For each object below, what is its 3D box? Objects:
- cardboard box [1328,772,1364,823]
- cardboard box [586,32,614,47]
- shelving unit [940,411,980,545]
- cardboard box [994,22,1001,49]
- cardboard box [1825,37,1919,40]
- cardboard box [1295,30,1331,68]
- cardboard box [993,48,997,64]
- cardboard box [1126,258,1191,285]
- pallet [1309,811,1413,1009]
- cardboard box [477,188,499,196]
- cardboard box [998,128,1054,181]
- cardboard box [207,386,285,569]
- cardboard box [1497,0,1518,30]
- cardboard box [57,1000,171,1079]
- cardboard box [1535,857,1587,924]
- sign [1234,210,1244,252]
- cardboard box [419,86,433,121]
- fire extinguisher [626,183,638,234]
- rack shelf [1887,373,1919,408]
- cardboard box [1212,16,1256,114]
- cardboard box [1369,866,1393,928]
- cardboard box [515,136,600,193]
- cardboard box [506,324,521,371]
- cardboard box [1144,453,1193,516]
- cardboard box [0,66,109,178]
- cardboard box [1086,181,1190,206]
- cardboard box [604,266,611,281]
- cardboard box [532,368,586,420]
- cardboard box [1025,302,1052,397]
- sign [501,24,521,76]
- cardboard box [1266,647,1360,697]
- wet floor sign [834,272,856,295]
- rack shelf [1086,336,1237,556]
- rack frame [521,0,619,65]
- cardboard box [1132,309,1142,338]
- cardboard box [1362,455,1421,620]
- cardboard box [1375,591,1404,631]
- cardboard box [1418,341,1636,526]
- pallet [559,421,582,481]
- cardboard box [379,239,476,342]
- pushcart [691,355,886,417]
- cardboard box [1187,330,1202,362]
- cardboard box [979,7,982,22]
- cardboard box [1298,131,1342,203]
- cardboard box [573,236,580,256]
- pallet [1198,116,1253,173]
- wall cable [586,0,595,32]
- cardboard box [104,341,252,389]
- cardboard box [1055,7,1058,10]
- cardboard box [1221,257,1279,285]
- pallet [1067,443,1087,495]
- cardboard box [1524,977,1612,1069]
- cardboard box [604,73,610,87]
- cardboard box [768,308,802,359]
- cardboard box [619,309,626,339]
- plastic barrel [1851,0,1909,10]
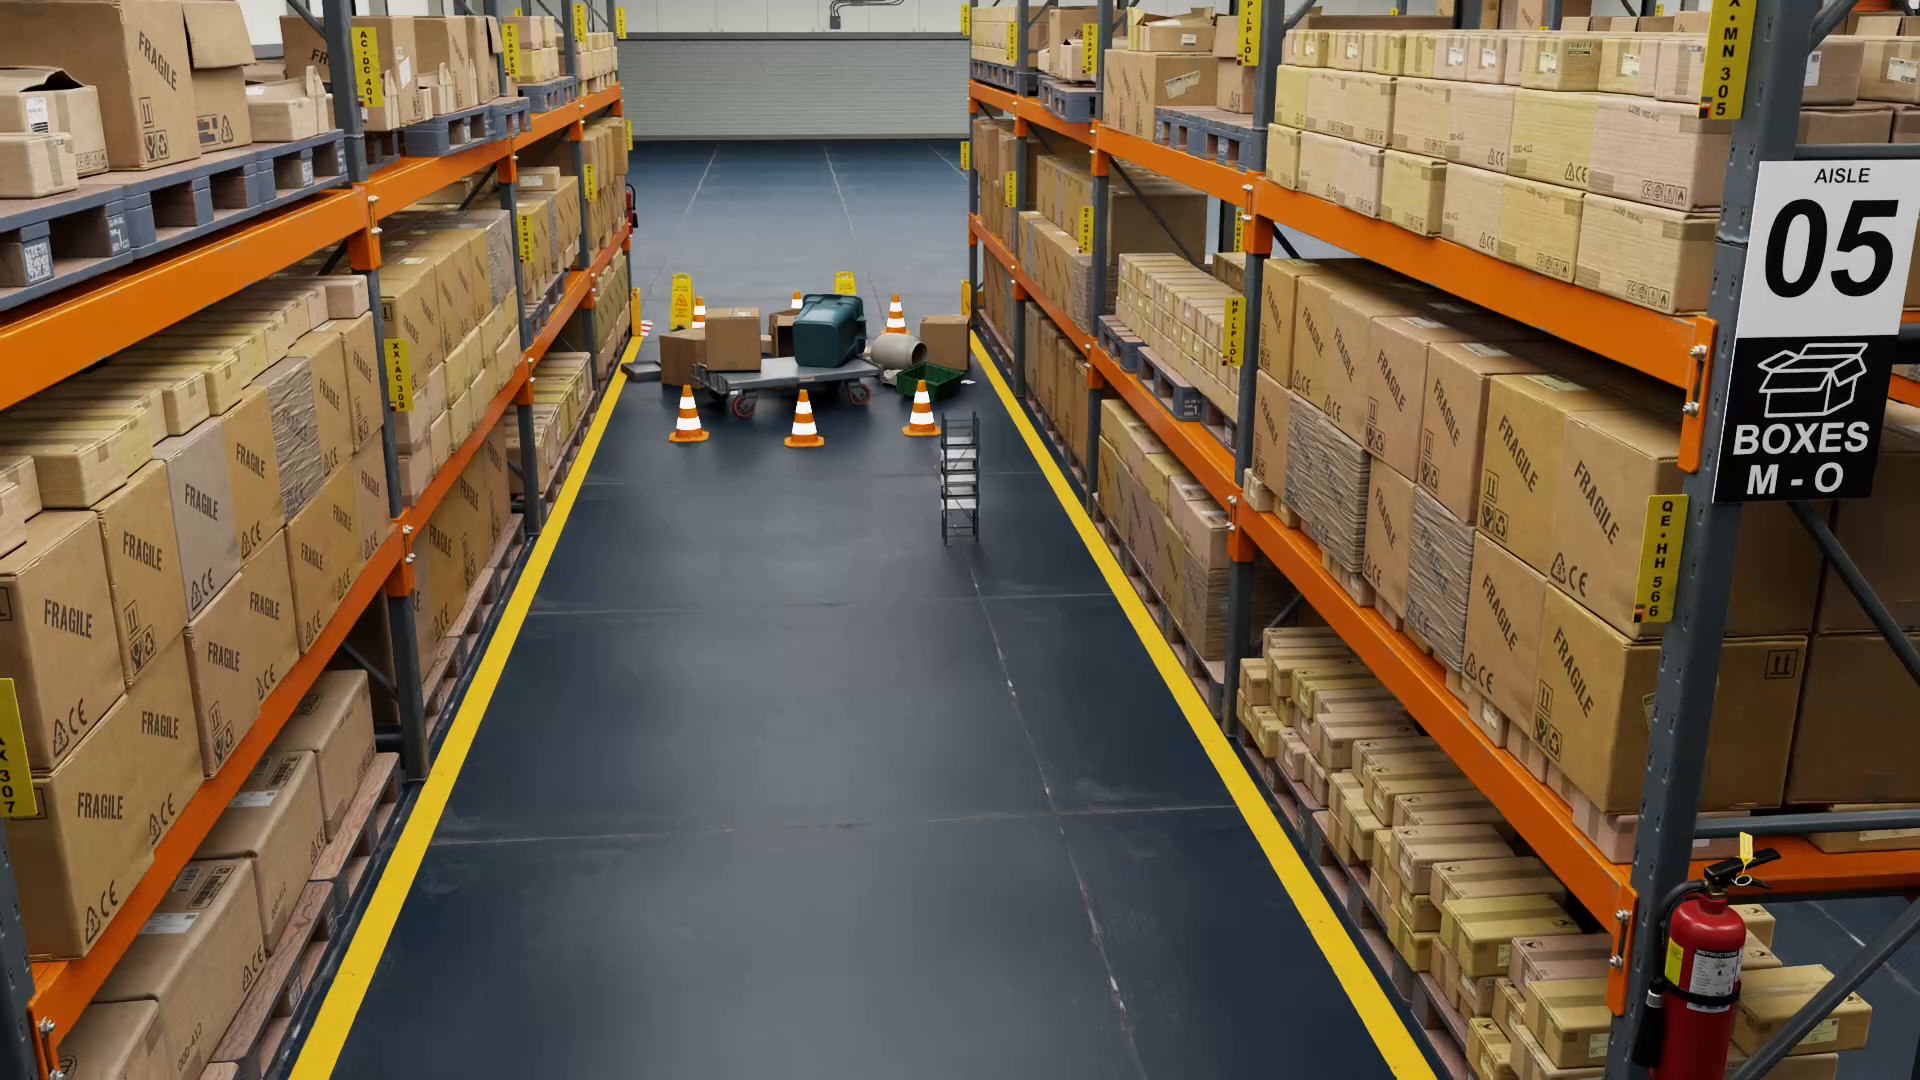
[{"bbox_3d":[1.738,1.068,6.829,0.380,0.149,0.250,-2,18,-6],"label":"cardboard box"},{"bbox_3d":[-3.972,-5.444,18.091,0.380,0.149,0.250,-2,18,-5],"label":"cardboard box"},{"bbox_3d":[0.001,-0.427,11.535,0.258,0.900,0.210,-2,18,-6],"label":"shelving unit"},{"bbox_3d":[0.617,-5.024,16.548,0.500,0.250,0.500,-2,18,-6],"label":"cardboard box"},{"bbox_3d":[2.447,-1.229,4.325,0.380,0.149,0.250,-1,17,-3],"label":"cardboard box"},{"bbox_3d":[1.634,-2.064,6.986,0.380,0.149,0.250,-3,18,-8],"label":"cardboard box"},{"bbox_3d":[0.536,-4.873,16.735,0.380,0.149,0.250,-2,18,-6],"label":"cardboard box"},{"bbox_3d":[1.323,-1.785,11.078,0.380,0.149,0.250,-2,18,-7],"label":"cardboard box"},{"bbox_3d":[2.083,1.442,6.733,1.003,0.211,1.213,-2,18,-6],"label":"pallet"},{"bbox_3d":[-4.036,-2.597,13.577,0.500,0.500,0.500,-2,18,-6],"label":"cardboard box"},{"bbox_3d":[0.867,-4.016,17.409,0.875,0.550,0.500,-2,18,-6],"label":"cardboard box"},{"bbox_3d":[-2.590,-0.209,5.500,0.500,0.500,0.500,-2,18,-5],"label":"cardboard box"},{"bbox_3d":[5.968,-5.556,17.860,0.500,0.500,0.500,-2,18,-6],"label":"cardboard box"},{"bbox_3d":[-2.818,1.751,4.668,0.875,0.438,0.875,-2,18,-8],"label":"cardboard box"},{"bbox_3d":[2.338,1.284,6.141,0.380,0.149,0.250,-3,18,-8],"label":"cardboard box"},{"bbox_3d":[1.976,-2.178,11.806,0.100,0.325,0.005,-2,18,-6],"label":"sign"},{"bbox_3d":[-2.846,-2.177,8.284,0.380,0.166,0.250,-3,18,-9],"label":"cardboard box"},{"bbox_3d":[-3.854,-3.856,19.080,0.296,0.674,0.183,-2,18,-6],"label":"fire extinguisher"},{"bbox_3d":[6.588,-0.828,10.507,1.077,0.370,4.000,-2,18,-6],"label":"rack shelf"},{"bbox_3d":[1.821,-2.597,9.060,0.797,0.503,0.637,-2,18,-6],"label":"cardboard box"},{"bbox_3d":[1.797,1.365,6.380,0.380,0.149,0.250,-1,17,-5],"label":"cardboard box"},{"bbox_3d":[-3.718,-3.457,15.348,0.700,0.500,0.500,-2,18,-6],"label":"cardboard box"},{"bbox_3d":[-3.165,-1.247,10.890,0.500,0.250,0.500,-2,18,-8],"label":"cardboard box"},{"bbox_3d":[1.413,-0.342,9.980,0.500,0.250,0.500,-3,18,-8],"label":"cardboard box"},{"bbox_3d":[-2.755,-1.161,4.642,0.500,0.311,0.500,-1,17,-5],"label":"cardboard box"},{"bbox_3d":[1.347,-2.453,12.647,0.700,0.500,0.500,-2,18,-6],"label":"cardboard box"},{"bbox_3d":[-3.719,-2.665,16.712,0.380,0.149,0.250,-1,17,-2],"label":"cardboard box"},{"bbox_3d":[-3.754,-1.229,14.270,0.950,0.372,0.625,-1,17,-2],"label":"cardboard box"},{"bbox_3d":[1.178,-1.780,15.395,1.050,0.750,0.750,-2,18,-6],"label":"cardboard box"},{"bbox_3d":[-2.923,-3.191,10.831,0.100,0.325,0.005,-2,18,-6],"label":"sign"},{"bbox_3d":[1.649,0.617,7.770,0.380,0.149,0.250,-1,17,-3],"label":"cardboard box"},{"bbox_3d":[-1.360,-2.851,19.683,0.267,0.644,0.232,-5,18,-15],"label":"wet floor sign"},{"bbox_3d":[1.644,-0.705,10.115,1.077,0.370,4.000,-2,18,-6],"label":"rack shelf"},{"bbox_3d":[-4.301,-6.707,18.016,1.000,3.000,0.127,-2,18,-6],"label":"rack frame"},{"bbox_3d":[1.339,-1.424,10.925,0.380,0.149,0.250,-1,17,-3],"label":"cardboard box"},{"bbox_3d":[1.809,-0.029,6.099,0.500,0.500,0.500,-1,17,-3],"label":"cardboard box"},{"bbox_3d":[1.812,0.232,6.351,0.380,0.149,0.250,-1,17,-4],"label":"cardboard box"},{"bbox_3d":[1.853,-0.361,5.487,0.500,0.500,0.500,-1,17,-3],"label":"cardboard box"},{"bbox_3d":[-3.678,-0.726,13.637,1.003,0.211,1.213,-2,18,-6],"label":"pallet"},{"bbox_3d":[-3.012,-1.388,9.254,0.500,0.500,0.500,-2,18,-7],"label":"cardboard box"},{"bbox_3d":[-1.626,-1.487,15.783,1.648,0.377,0.936,-8,19,-25],"label":"pushcart"},{"bbox_3d":[1.503,-1.098,9.389,0.380,0.149,0.250,-3,18,-8],"label":"cardboard box"},{"bbox_3d":[0.407,-5.632,17.820,0.380,0.149,0.250,-2,17,-5],"label":"cardboard box"},{"bbox_3d":[1.696,-1.517,6.743,0.500,0.250,0.500,-2,18,-6],"label":"cardboard box"},{"bbox_3d":[-3.561,-2.588,14.632,0.380,0.149,0.250,-2,17,-5],"label":"cardboard box"},{"bbox_3d":[1.892,-1.981,8.284,1.213,0.211,1.003,-2,18,-6],"label":"pallet"},{"bbox_3d":[-12.145,-14.692,48.635,3.097,2.526,0.112,-2,18,-6],"label":"wall cable"},{"bbox_3d":[-2.606,-0.566,5.552,0.380,0.149,0.250,-2,18,-6],"label":"cardboard box"},{"bbox_3d":[1.168,-5.348,16.915,0.380,0.149,0.250,-2,18,-6],"label":"cardboard box"},{"bbox_3d":[1.967,-1.801,11.132,0.380,0.149,0.250,-2,18,-6],"label":"cardboard box"},{"bbox_3d":[1.431,-0.551,13.079,1.003,0.211,1.213,-2,18,-6],"label":"pallet"},{"bbox_3d":[1.956,1.466,5.066,0.380,0.149,0.250,-2,17,-5],"label":"cardboard box"},{"bbox_3d":[-3.934,-4.905,17.703,0.380,0.149,0.250,-1,17,-4],"label":"cardboard box"},{"bbox_3d":[-1.602,-2.208,17.870,0.637,0.503,0.797,16,24,42],"label":"cardboard box"},{"bbox_3d":[-3.904,-2.346,18.030,0.500,0.250,0.500,-2,18,-5],"label":"cardboard box"},{"bbox_3d":[10.659,-5.999,19.352,0.600,0.830,0.708,-2,18,-6],"label":"plastic barrel"}]
